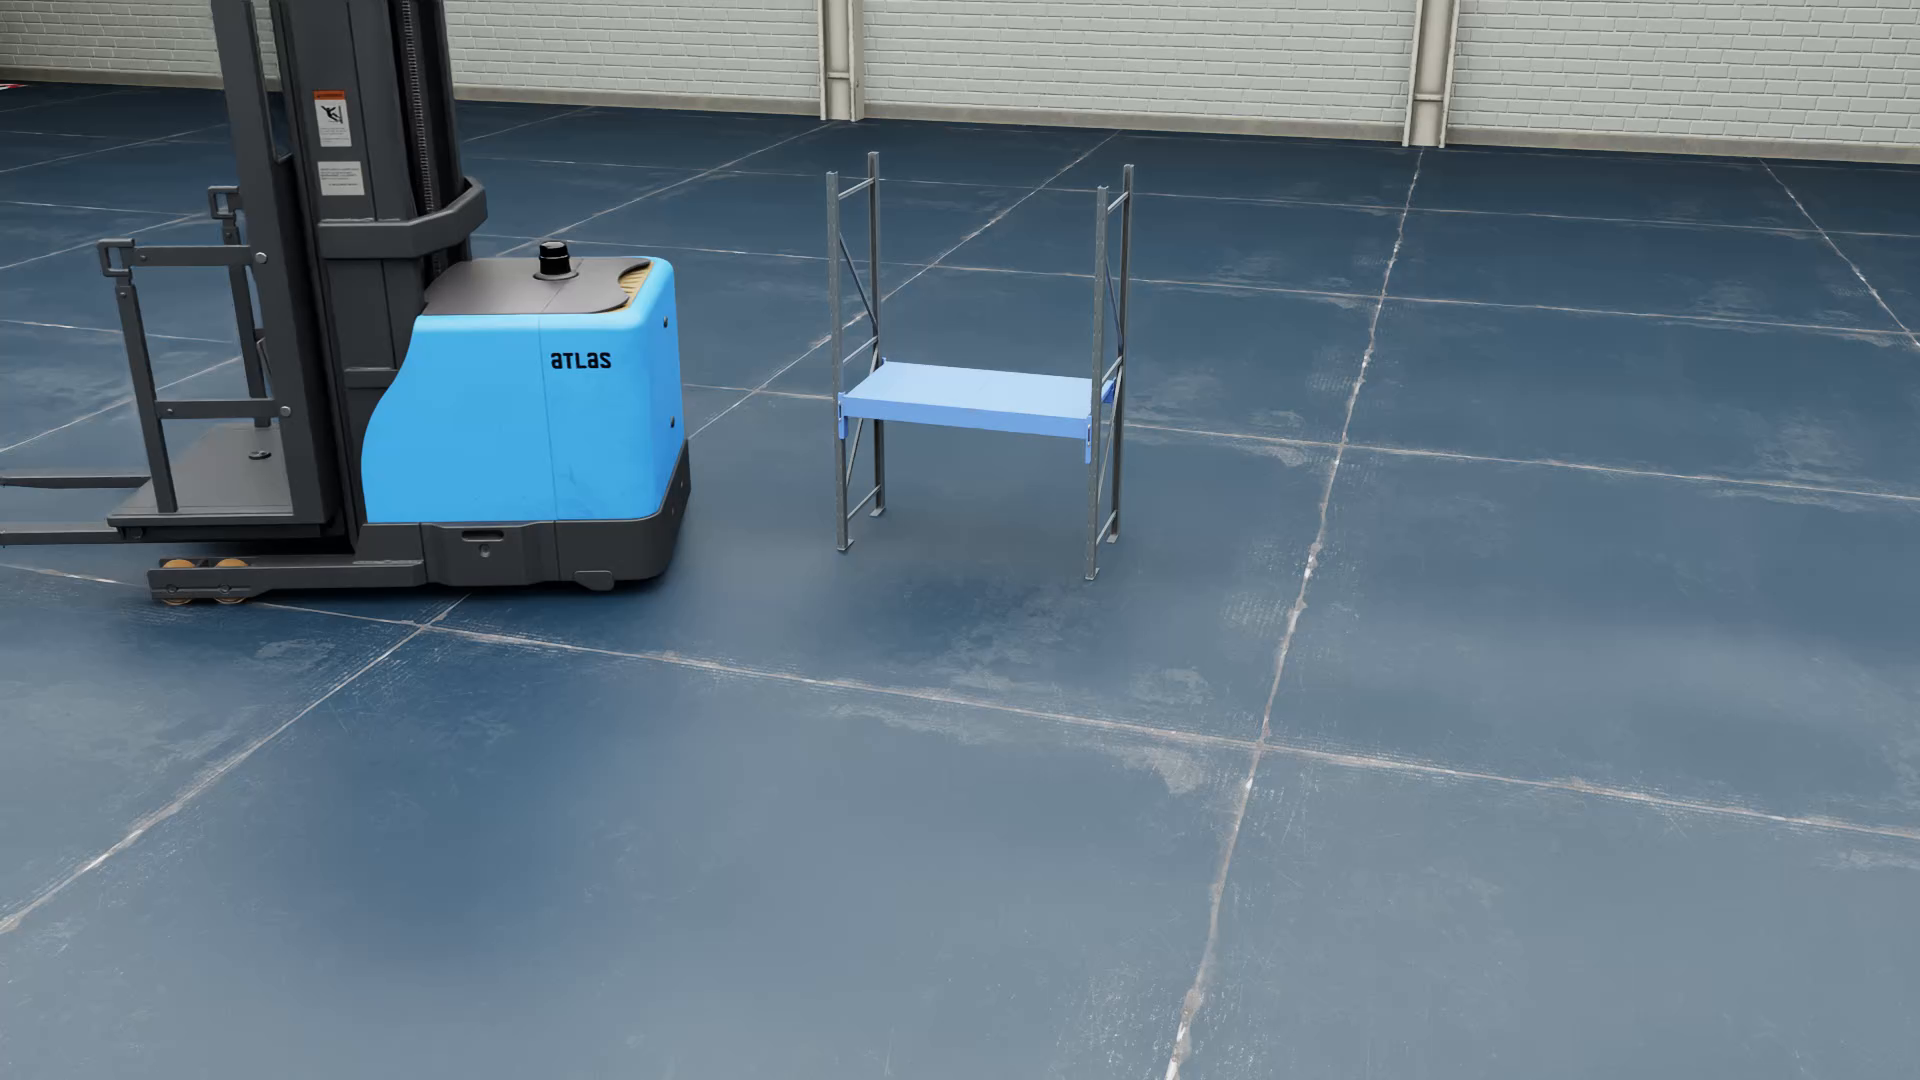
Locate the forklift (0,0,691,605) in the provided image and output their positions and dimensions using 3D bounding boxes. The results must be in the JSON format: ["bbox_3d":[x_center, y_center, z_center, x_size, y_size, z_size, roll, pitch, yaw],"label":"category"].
[{"bbox_3d":[-2.645,-1.318,6.122,3.031,2.935,1.130,-1,22,-2],"label":"forklift"}]

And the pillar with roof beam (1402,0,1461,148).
[{"bbox_3d":[3.253,-6.433,10.595,0.400,9.000,9.100,7,23,16],"label":"pillar with roof beam"}]

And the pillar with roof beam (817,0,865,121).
[{"bbox_3d":[-2.491,-7.091,12.199,0.400,9.000,9.100,7,23,16],"label":"pillar with roof beam"}]

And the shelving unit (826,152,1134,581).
[{"bbox_3d":[0.082,-0.685,6.463,1.048,1.500,0.538,7,23,16],"label":"shelving unit"}]

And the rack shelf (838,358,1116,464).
[{"bbox_3d":[0.082,-0.518,6.531,1.000,0.185,0.538,7,23,16],"label":"rack shelf"}]

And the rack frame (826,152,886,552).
[{"bbox_3d":[-0.405,-0.740,6.598,0.032,1.500,0.500,7,23,16],"label":"rack frame"}]

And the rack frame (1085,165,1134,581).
[{"bbox_3d":[0.568,-0.629,6.327,0.032,1.500,0.500,7,23,16],"label":"rack frame"}]
